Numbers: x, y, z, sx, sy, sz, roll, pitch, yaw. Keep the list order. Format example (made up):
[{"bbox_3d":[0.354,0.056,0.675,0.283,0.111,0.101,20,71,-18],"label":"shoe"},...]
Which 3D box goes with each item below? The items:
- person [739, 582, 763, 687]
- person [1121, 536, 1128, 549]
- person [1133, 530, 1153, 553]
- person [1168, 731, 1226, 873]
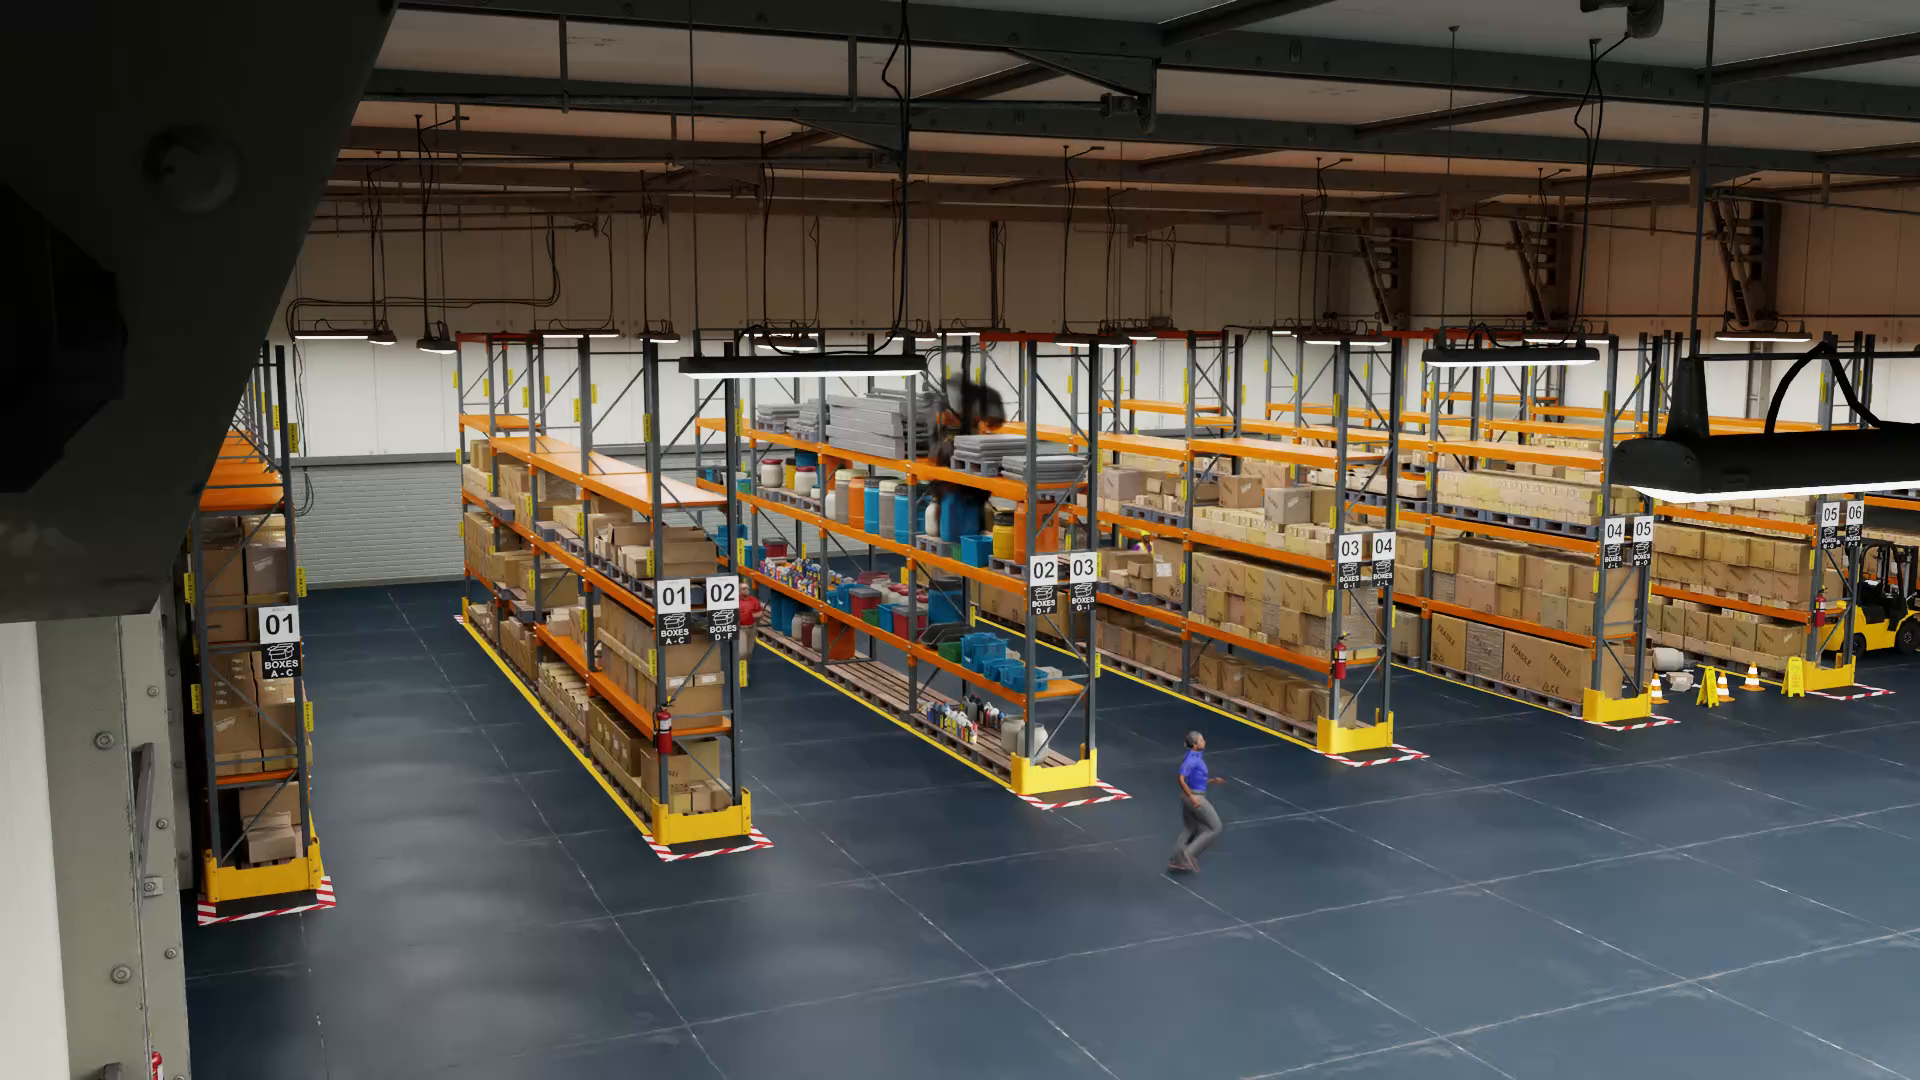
[{"bbox_3d":[-3.717,1.624,28.712,0.633,1.800,0.770,-4,9,-30],"label":"person"},{"bbox_3d":[4.113,-0.115,42.098,0.680,1.622,0.742,4,9,26],"label":"person"},{"bbox_3d":[4.057,0.643,35.866,0.712,1.737,0.653,-2,8,-18],"label":"person"},{"bbox_3d":[2.708,3.017,18.928,0.646,1.543,0.552,0,8,-3],"label":"person"}]
